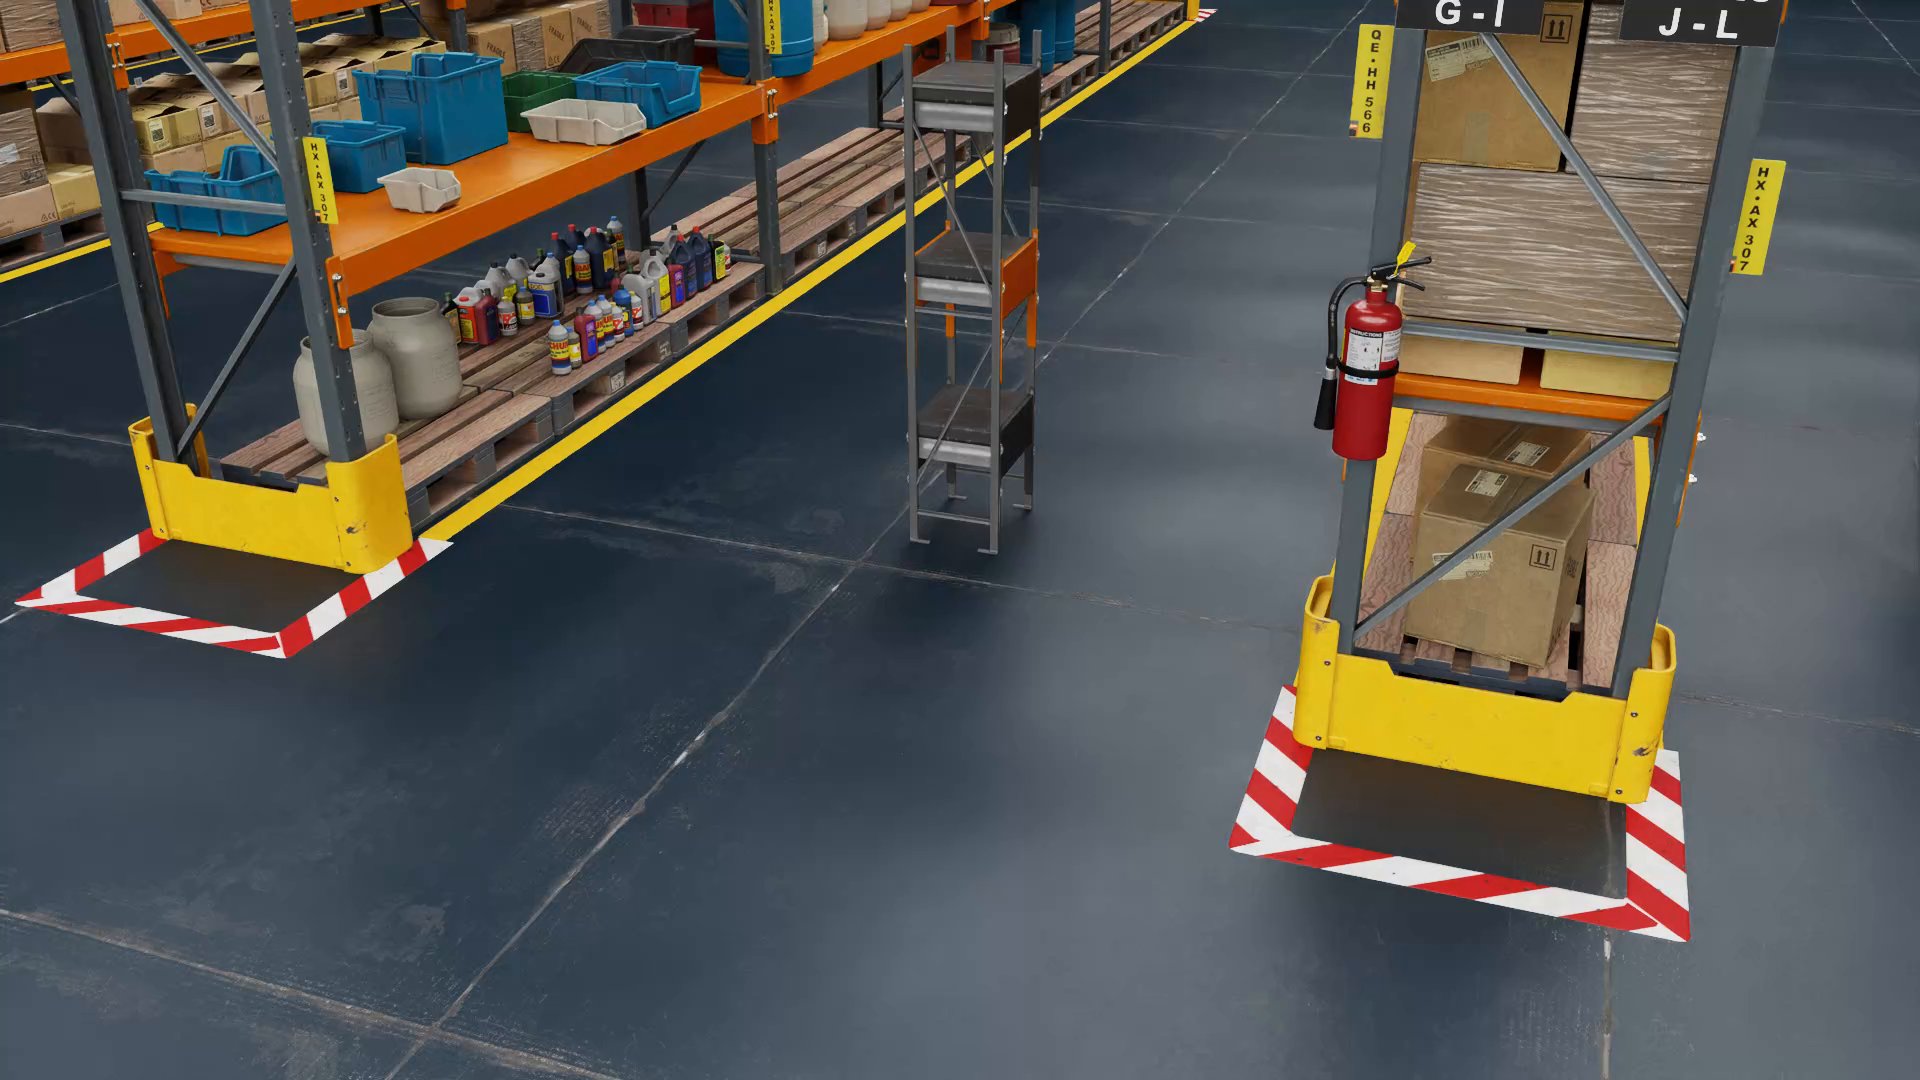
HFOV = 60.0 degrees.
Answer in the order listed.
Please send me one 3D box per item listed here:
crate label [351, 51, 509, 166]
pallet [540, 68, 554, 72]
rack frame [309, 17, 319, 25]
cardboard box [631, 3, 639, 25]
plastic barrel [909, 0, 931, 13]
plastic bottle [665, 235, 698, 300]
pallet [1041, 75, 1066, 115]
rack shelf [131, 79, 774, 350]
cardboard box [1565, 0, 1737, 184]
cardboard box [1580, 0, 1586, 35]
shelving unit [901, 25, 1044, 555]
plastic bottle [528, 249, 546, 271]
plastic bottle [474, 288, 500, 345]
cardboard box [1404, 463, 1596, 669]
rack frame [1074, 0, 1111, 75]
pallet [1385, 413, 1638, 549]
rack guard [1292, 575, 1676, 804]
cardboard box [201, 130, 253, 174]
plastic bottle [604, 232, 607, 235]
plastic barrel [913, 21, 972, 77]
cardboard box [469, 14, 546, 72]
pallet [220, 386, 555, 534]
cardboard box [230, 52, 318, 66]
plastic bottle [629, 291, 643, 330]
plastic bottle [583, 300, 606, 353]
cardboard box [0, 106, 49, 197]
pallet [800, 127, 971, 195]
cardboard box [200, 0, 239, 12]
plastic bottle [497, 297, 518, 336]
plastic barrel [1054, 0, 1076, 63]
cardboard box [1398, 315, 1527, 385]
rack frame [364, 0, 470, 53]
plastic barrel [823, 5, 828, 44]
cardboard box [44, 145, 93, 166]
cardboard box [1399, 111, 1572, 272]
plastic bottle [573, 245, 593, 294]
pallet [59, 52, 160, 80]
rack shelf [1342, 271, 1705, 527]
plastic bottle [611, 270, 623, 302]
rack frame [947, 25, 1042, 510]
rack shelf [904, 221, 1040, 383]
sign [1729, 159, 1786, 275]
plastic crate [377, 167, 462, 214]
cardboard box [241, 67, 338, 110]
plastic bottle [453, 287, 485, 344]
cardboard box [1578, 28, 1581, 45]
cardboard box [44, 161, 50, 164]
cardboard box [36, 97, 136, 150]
[{"bbox_3d":[-2.582,-2.129,8.164,0.502,0.435,0.616,9,27,17],"label":"crate label"},{"bbox_3d":[-4.663,-4.371,16.035,1.003,0.211,1.213,9,27,17],"label":"pallet"},{"bbox_3d":[-8.288,-7.685,19.681,1.000,3.000,0.127,9,27,17],"label":"rack frame"},{"bbox_3d":[-3.682,-5.595,17.728,0.500,0.500,0.500,9,27,18],"label":"cardboard box"},{"bbox_3d":[-0.418,-4.201,12.357,0.421,0.512,0.421,0,26,0],"label":"plastic barrel"},{"bbox_3d":[-1.615,-1.582,9.609,0.144,0.351,0.185,7,27,15],"label":"plastic bottle"},{"bbox_3d":[0.354,-4.179,15.640,1.003,0.211,1.213,9,27,17],"label":"pallet"},{"bbox_3d":[-2.274,-1.815,8.383,1.077,0.370,4.000,9,27,17],"label":"rack shelf"},{"bbox_3d":[2.171,-1.414,5.126,0.500,0.500,0.500,9,27,17],"label":"cardboard box"},{"bbox_3d":[3.007,-2.441,7.247,0.500,0.500,0.500,9,27,17],"label":"cardboard box"},{"bbox_3d":[0.055,-1.013,6.933,0.431,2.100,0.503,9,27,17],"label":"shelving unit"},{"bbox_3d":[-2.425,-1.526,9.571,0.061,0.283,0.133,10,28,20],"label":"plastic bottle"},{"bbox_3d":[-2.531,-1.195,8.889,0.061,0.283,0.133,9,27,17],"label":"plastic bottle"},{"bbox_3d":[1.955,0.083,6.023,0.500,0.500,0.500,14,29,27],"label":"cardboard box"},{"bbox_3d":[1.054,-6.249,16.714,1.000,3.000,0.127,9,27,17],"label":"rack frame"},{"bbox_3d":[2.468,-0.204,7.428,1.003,0.211,1.213,9,27,17],"label":"pallet"},{"bbox_3d":[1.757,0.495,5.654,1.175,0.500,0.348,9,27,17],"label":"rack guard"},{"bbox_3d":[-5.739,-2.972,12.620,0.500,0.250,0.500,9,27,19],"label":"cardboard box"},{"bbox_3d":[-2.161,-1.790,10.212,0.097,0.201,0.097,0,26,0],"label":"plastic bottle"},{"bbox_3d":[-0.130,-4.021,14.120,0.600,0.830,0.708,9,27,17],"label":"plastic barrel"},{"bbox_3d":[-4.357,-4.759,16.001,0.500,0.500,0.500,8,27,16],"label":"cardboard box"},{"bbox_3d":[-2.683,-0.433,7.903,1.003,0.211,1.213,9,27,17],"label":"pallet"},{"bbox_3d":[-5.737,-3.930,13.954,0.500,0.311,0.500,8,27,16],"label":"cardboard box"},{"bbox_3d":[-1.793,-1.263,9.122,0.097,0.201,0.097,0,26,0],"label":"plastic bottle"},{"bbox_3d":[-1.928,-1.128,8.764,0.097,0.271,0.097,0,26,0],"label":"plastic bottle"},{"bbox_3d":[-6.404,-2.544,10.875,0.500,0.500,0.500,9,27,17],"label":"cardboard box"},{"bbox_3d":[-0.572,-3.037,13.280,1.003,0.211,1.213,9,27,17],"label":"pallet"},{"bbox_3d":[-5.832,-4.256,12.483,0.500,0.500,0.500,11,28,21],"label":"cardboard box"},{"bbox_3d":[-2.462,-1.220,9.035,0.097,0.201,0.097,0,26,0],"label":"plastic bottle"},{"bbox_3d":[0.857,-5.272,16.623,0.600,0.901,0.708,9,27,17],"label":"plastic barrel"},{"bbox_3d":[1.632,-0.633,5.404,0.380,0.149,0.250,9,27,17],"label":"cardboard box"},{"bbox_3d":[-4.947,-5.325,14.805,1.000,3.000,0.127,9,27,17],"label":"rack frame"},{"bbox_3d":[-1.023,-3.420,11.031,0.301,0.262,0.301,0,26,0],"label":"plastic barrel"},{"bbox_3d":[-6.413,-2.845,12.357,0.500,0.250,0.500,8,27,17],"label":"cardboard box"},{"bbox_3d":[1.994,-1.223,5.877,0.875,0.500,0.500,9,27,17],"label":"cardboard box"},{"bbox_3d":[-2.203,-1.582,9.702,0.097,0.271,0.097,0,26,0],"label":"plastic bottle"},{"bbox_3d":[-9.286,-5.100,17.540,1.003,0.211,1.213,9,27,17],"label":"pallet"},{"bbox_3d":[2.397,-1.097,6.899,1.077,0.370,4.000,9,27,17],"label":"rack shelf"},{"bbox_3d":[-1.881,-1.367,9.244,0.061,0.283,0.133,9,27,17],"label":"plastic bottle"},{"bbox_3d":[0.136,-1.113,7.140,0.400,2.100,0.015,9,27,17],"label":"rack frame"},{"bbox_3d":[0.055,-1.001,6.939,0.431,0.518,0.480,9,27,17],"label":"rack shelf"},{"bbox_3d":[2.243,-0.910,4.694,0.100,0.325,0.005,9,27,17],"label":"sign"},{"bbox_3d":[-2.338,-1.520,7.249,0.298,0.136,0.250,9,27,17],"label":"plastic crate"},{"bbox_3d":[-5.395,-3.650,13.377,0.500,0.311,0.500,10,27,19],"label":"cardboard box"},{"bbox_3d":[-2.632,-1.207,8.922,0.152,0.276,0.135,9,27,18],"label":"plastic bottle"},{"bbox_3d":[2.655,-2.045,7.576,0.875,0.500,0.500,9,27,17],"label":"cardboard box"},{"bbox_3d":[-6.718,-2.486,11.615,0.500,0.250,0.500,9,27,17],"label":"cardboard box"},{"bbox_3d":[-6.414,-3.093,12.225,0.500,0.311,0.500,9,27,17],"label":"cardboard box"}]
